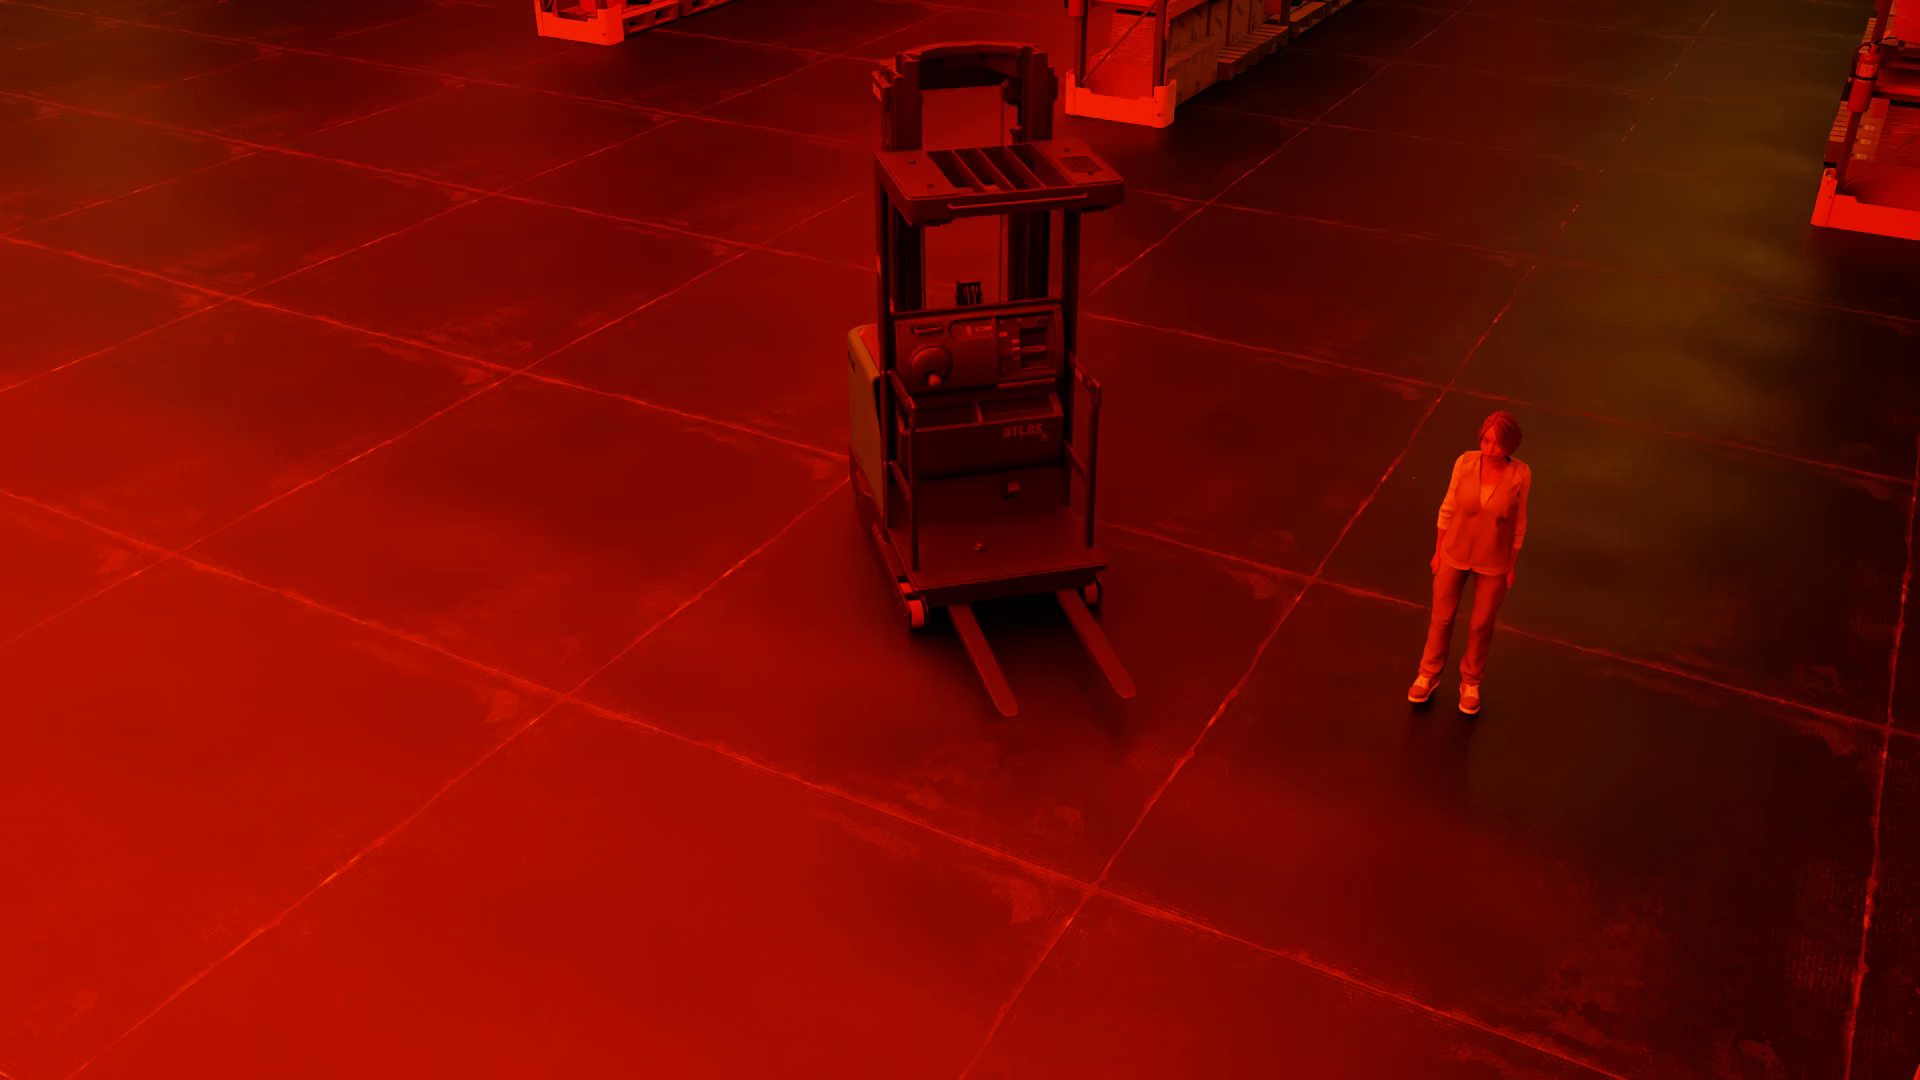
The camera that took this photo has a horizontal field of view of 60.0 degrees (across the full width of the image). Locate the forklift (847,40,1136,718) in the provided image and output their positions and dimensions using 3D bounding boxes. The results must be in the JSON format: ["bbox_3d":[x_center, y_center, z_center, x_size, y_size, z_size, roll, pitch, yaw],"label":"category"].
[{"bbox_3d":[0.165,-0.991,8.787,1.130,2.935,3.031,-7,31,-13],"label":"forklift"}]

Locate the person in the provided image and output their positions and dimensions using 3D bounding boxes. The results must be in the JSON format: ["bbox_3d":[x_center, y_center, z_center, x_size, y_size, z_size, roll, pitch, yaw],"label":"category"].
[{"bbox_3d":[2.516,0.111,8.131,0.411,1.604,0.313,12,32,21],"label":"person"}]
